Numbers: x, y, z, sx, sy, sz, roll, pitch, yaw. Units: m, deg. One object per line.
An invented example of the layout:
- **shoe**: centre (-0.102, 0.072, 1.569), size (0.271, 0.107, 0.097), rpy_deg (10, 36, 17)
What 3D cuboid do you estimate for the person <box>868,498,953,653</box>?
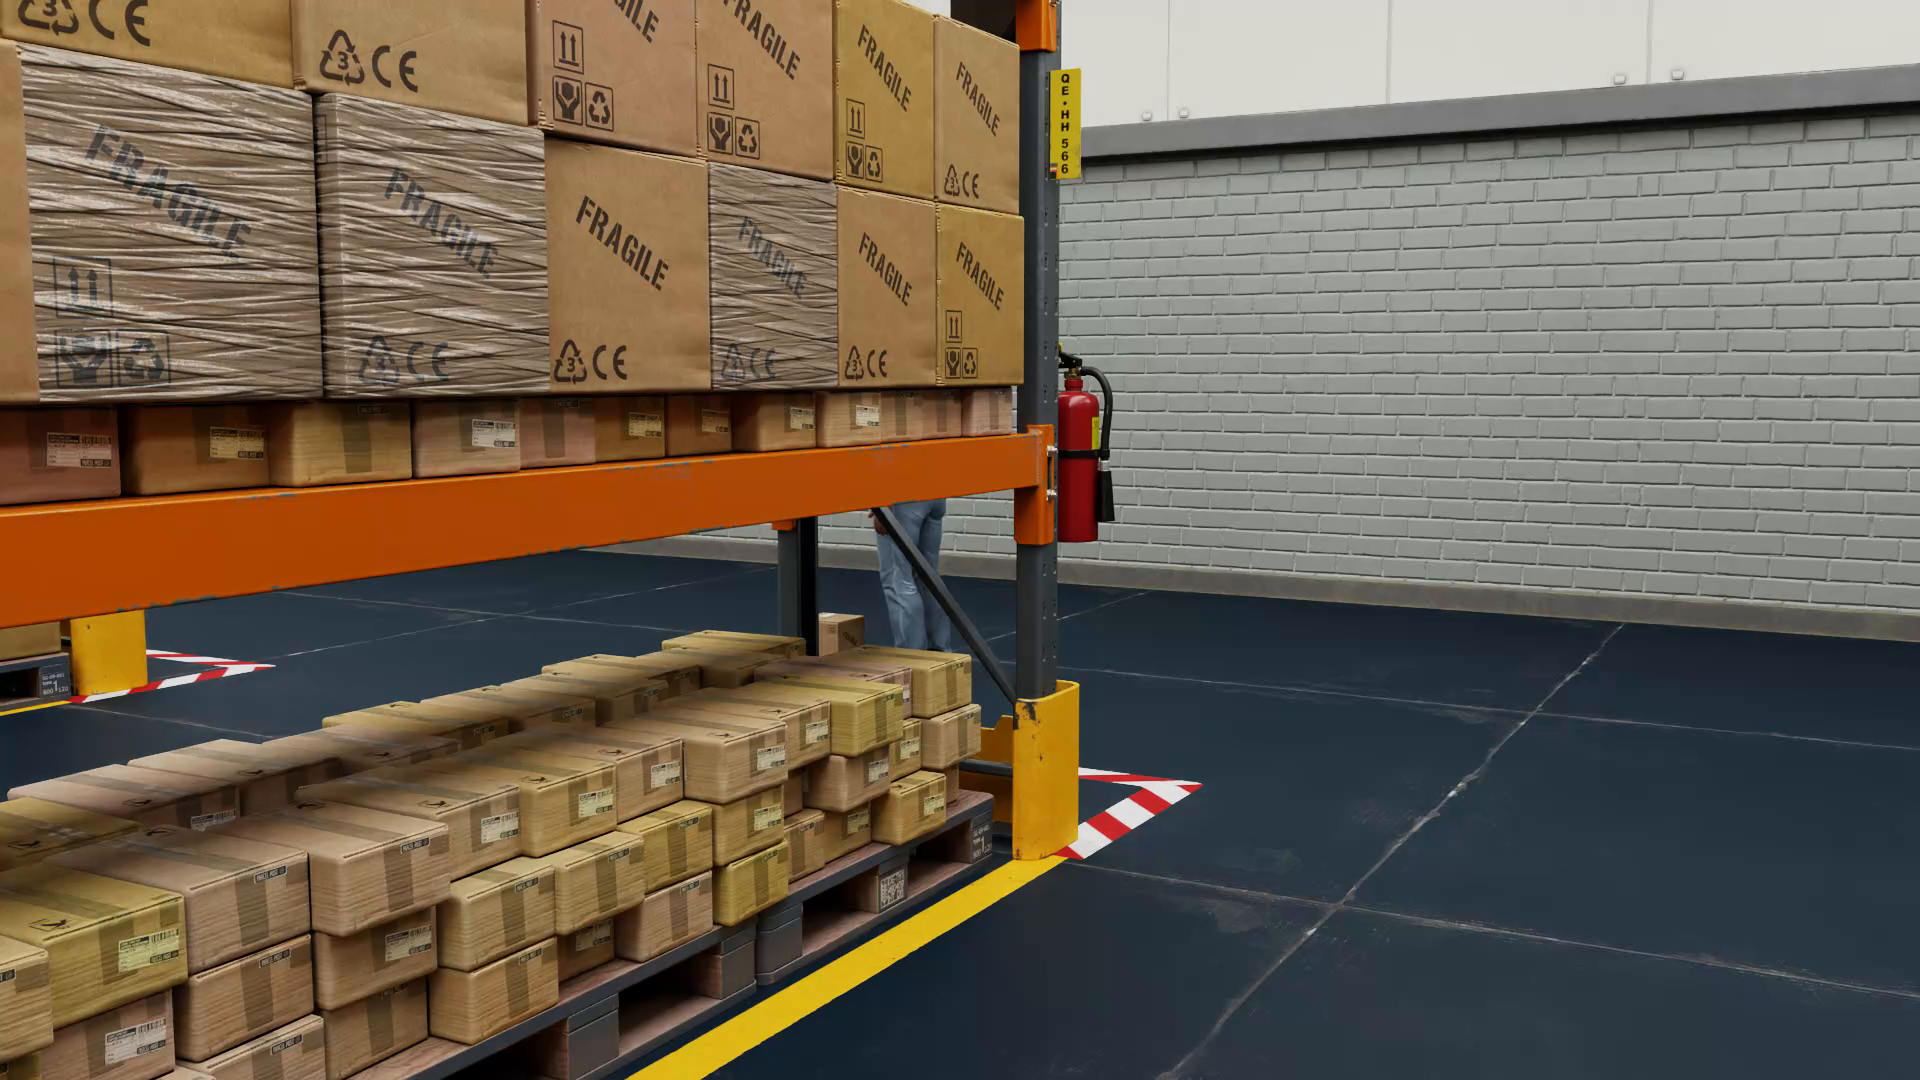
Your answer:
- **person**: centre (-0.233, -0.211, 8.086), size (0.362, 1.761, 0.563), rpy_deg (3, 7, 30)
